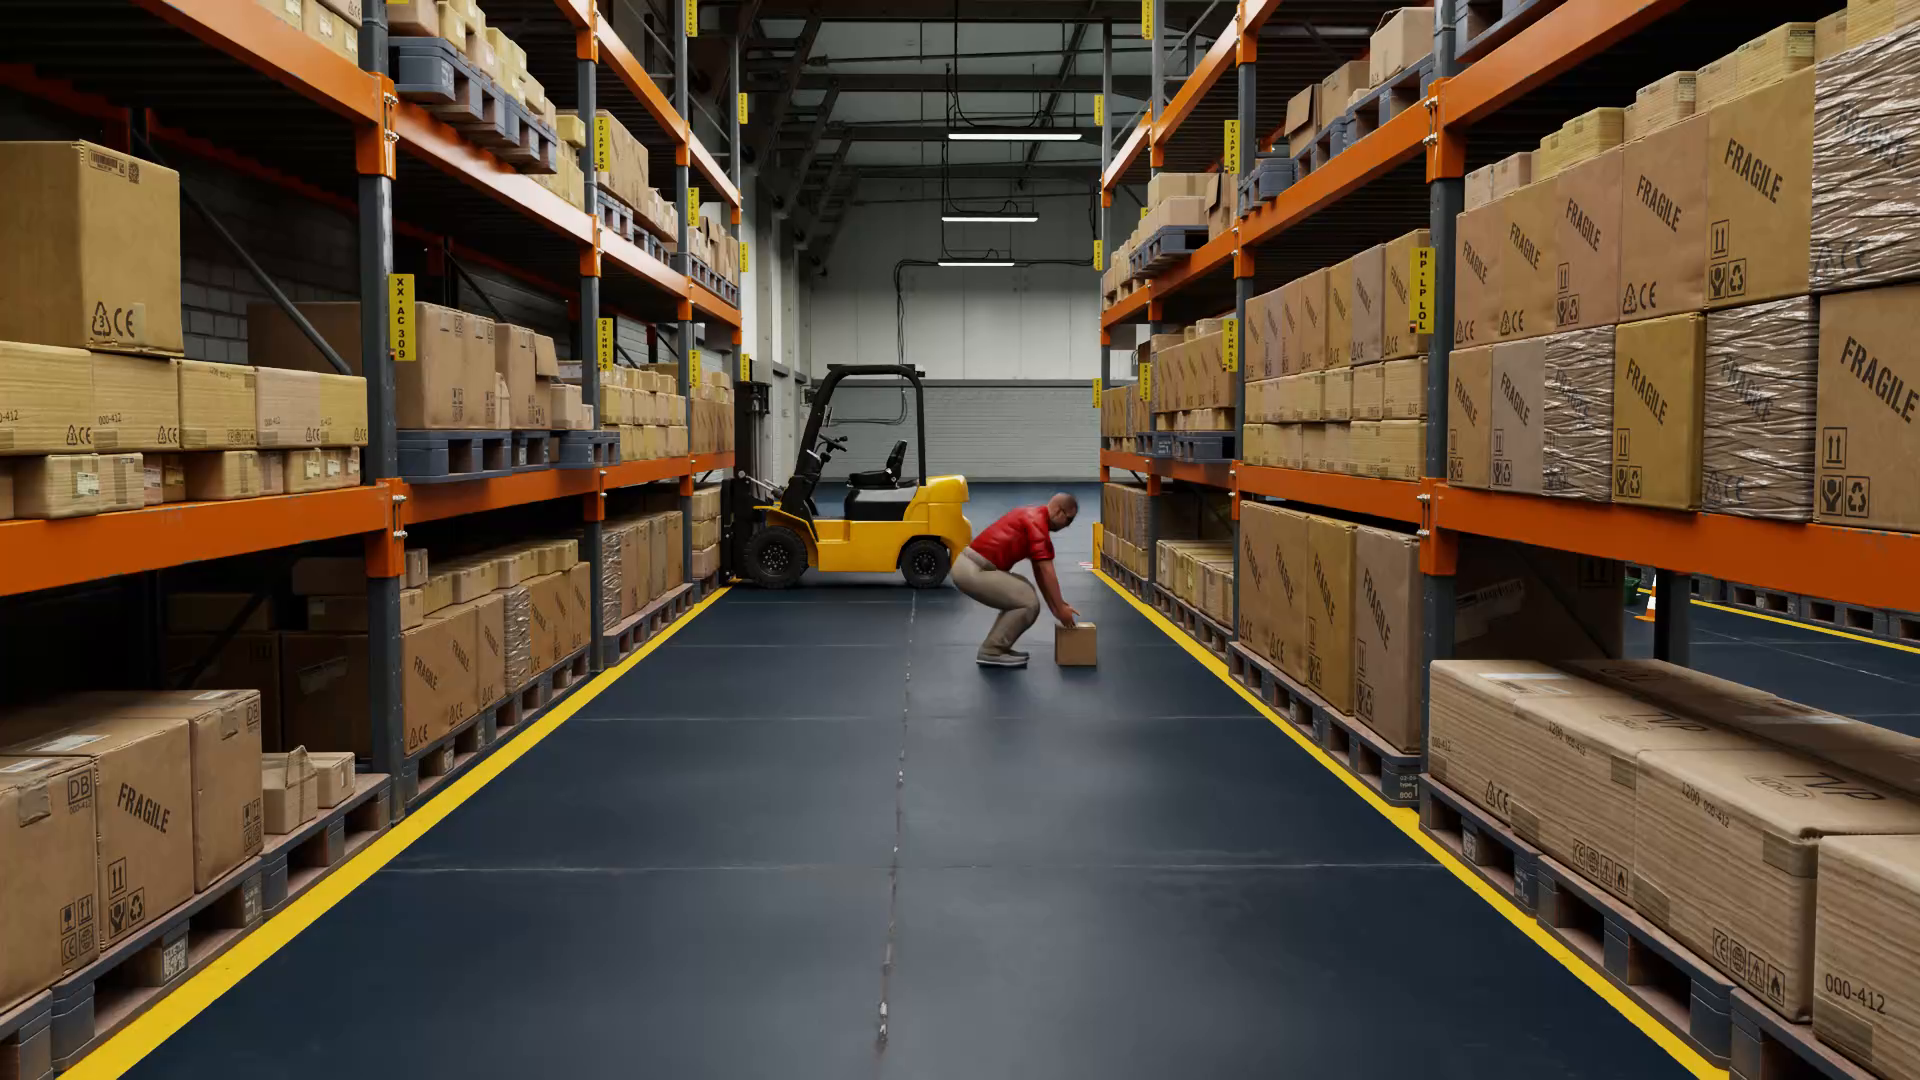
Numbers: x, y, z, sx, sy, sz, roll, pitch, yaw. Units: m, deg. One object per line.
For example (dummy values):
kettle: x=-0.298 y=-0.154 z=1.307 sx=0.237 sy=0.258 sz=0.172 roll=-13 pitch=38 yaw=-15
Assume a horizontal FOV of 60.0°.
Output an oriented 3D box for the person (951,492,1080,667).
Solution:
person: x=0.354 y=0.247 z=10.830 sx=0.830 sy=1.114 sz=0.576 roll=0 pitch=4 yaw=-2
